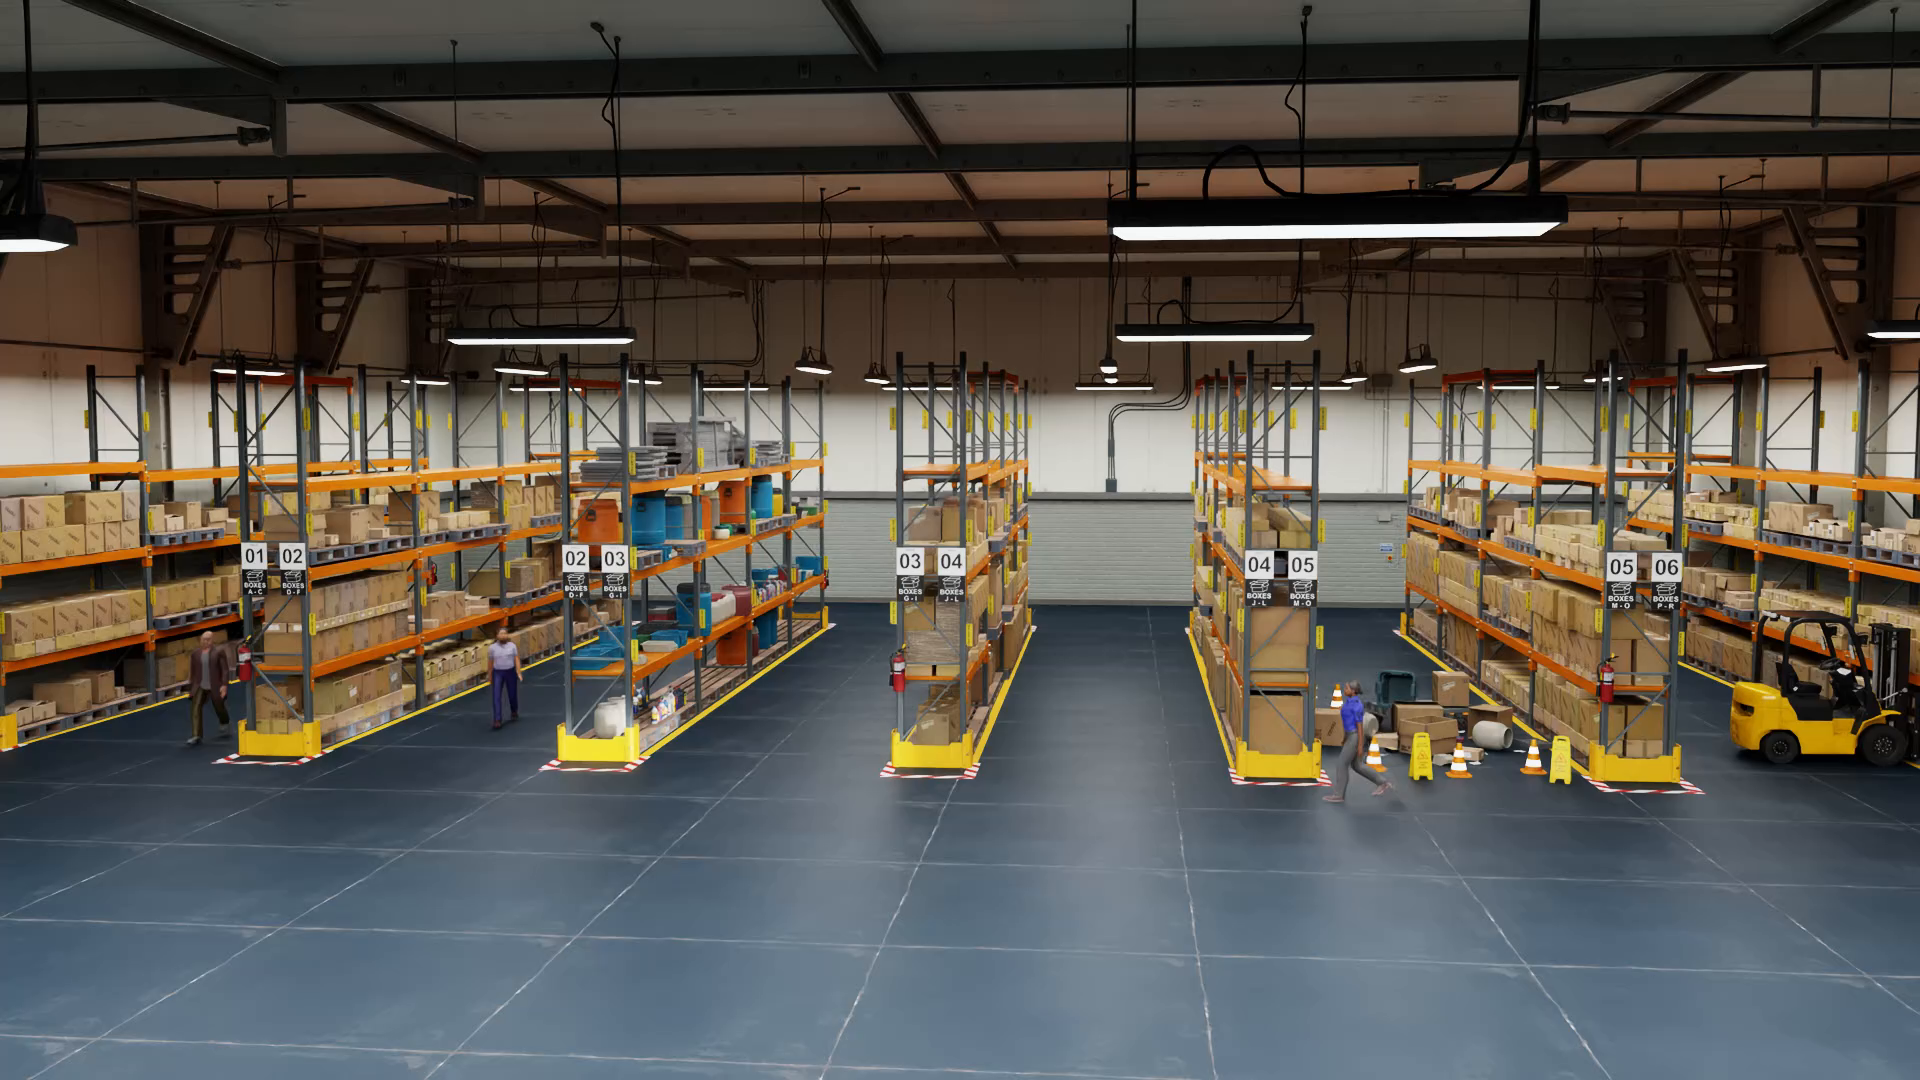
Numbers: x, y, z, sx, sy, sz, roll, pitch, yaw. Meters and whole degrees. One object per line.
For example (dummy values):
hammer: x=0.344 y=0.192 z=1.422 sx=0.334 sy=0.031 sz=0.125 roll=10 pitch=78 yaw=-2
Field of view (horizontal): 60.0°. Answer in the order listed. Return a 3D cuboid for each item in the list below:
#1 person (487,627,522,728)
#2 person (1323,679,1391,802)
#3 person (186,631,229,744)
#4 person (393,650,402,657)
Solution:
person: x=-7.507 y=2.241 z=27.445 sx=0.569 sy=1.577 sz=0.976 roll=-1 pitch=4 yaw=-10
person: x=5.230 y=2.677 z=21.870 sx=0.923 sy=1.516 sz=0.469 roll=0 pitch=4 yaw=1
person: x=-11.805 y=2.333 z=26.145 sx=0.607 sy=1.619 sz=1.124 roll=-1 pitch=4 yaw=-12
person: x=-11.738 y=1.656 z=34.725 sx=0.609 sy=1.769 sz=0.489 roll=3 pitch=5 yaw=34
